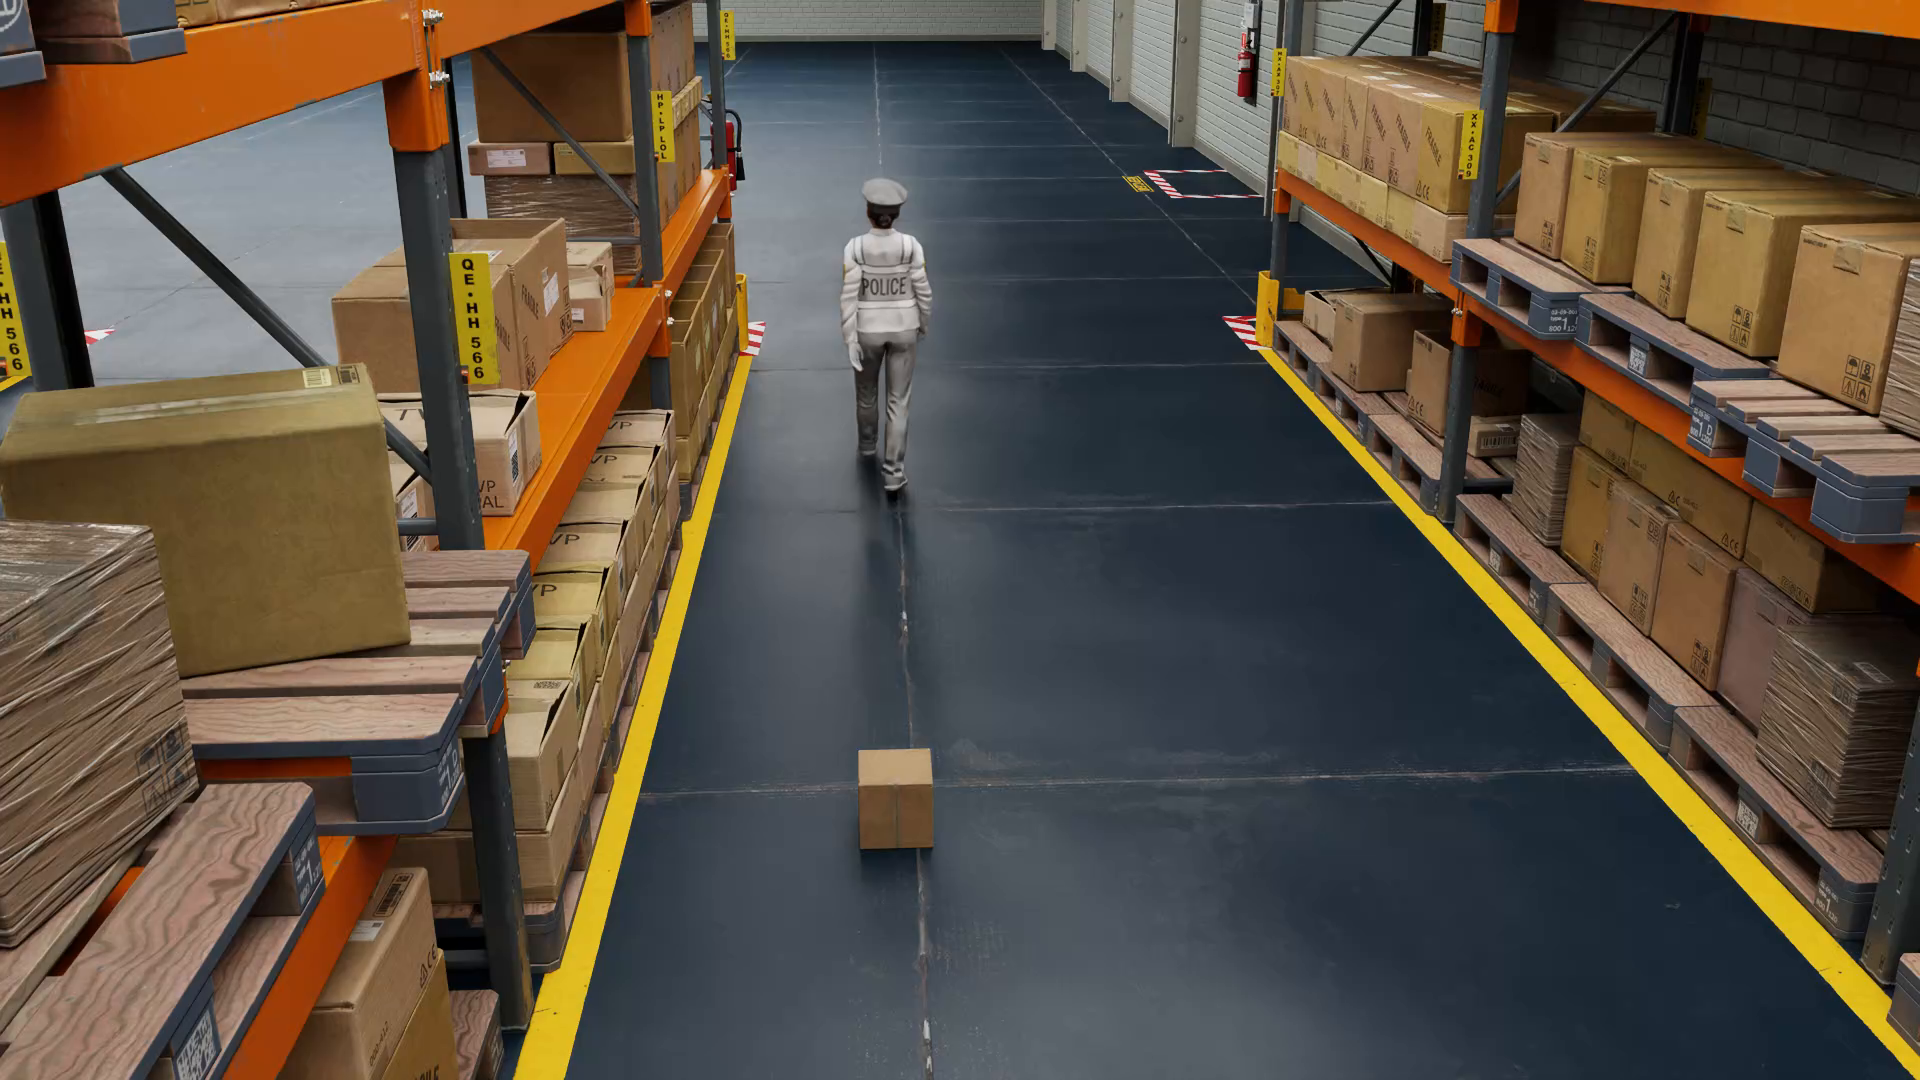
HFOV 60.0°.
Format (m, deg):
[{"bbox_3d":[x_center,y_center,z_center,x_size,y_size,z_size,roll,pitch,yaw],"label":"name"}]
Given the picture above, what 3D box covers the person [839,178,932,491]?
[{"bbox_3d":[-0.401,-1.169,9.132,0.499,1.635,0.954,0,21,-1],"label":"person"}]
